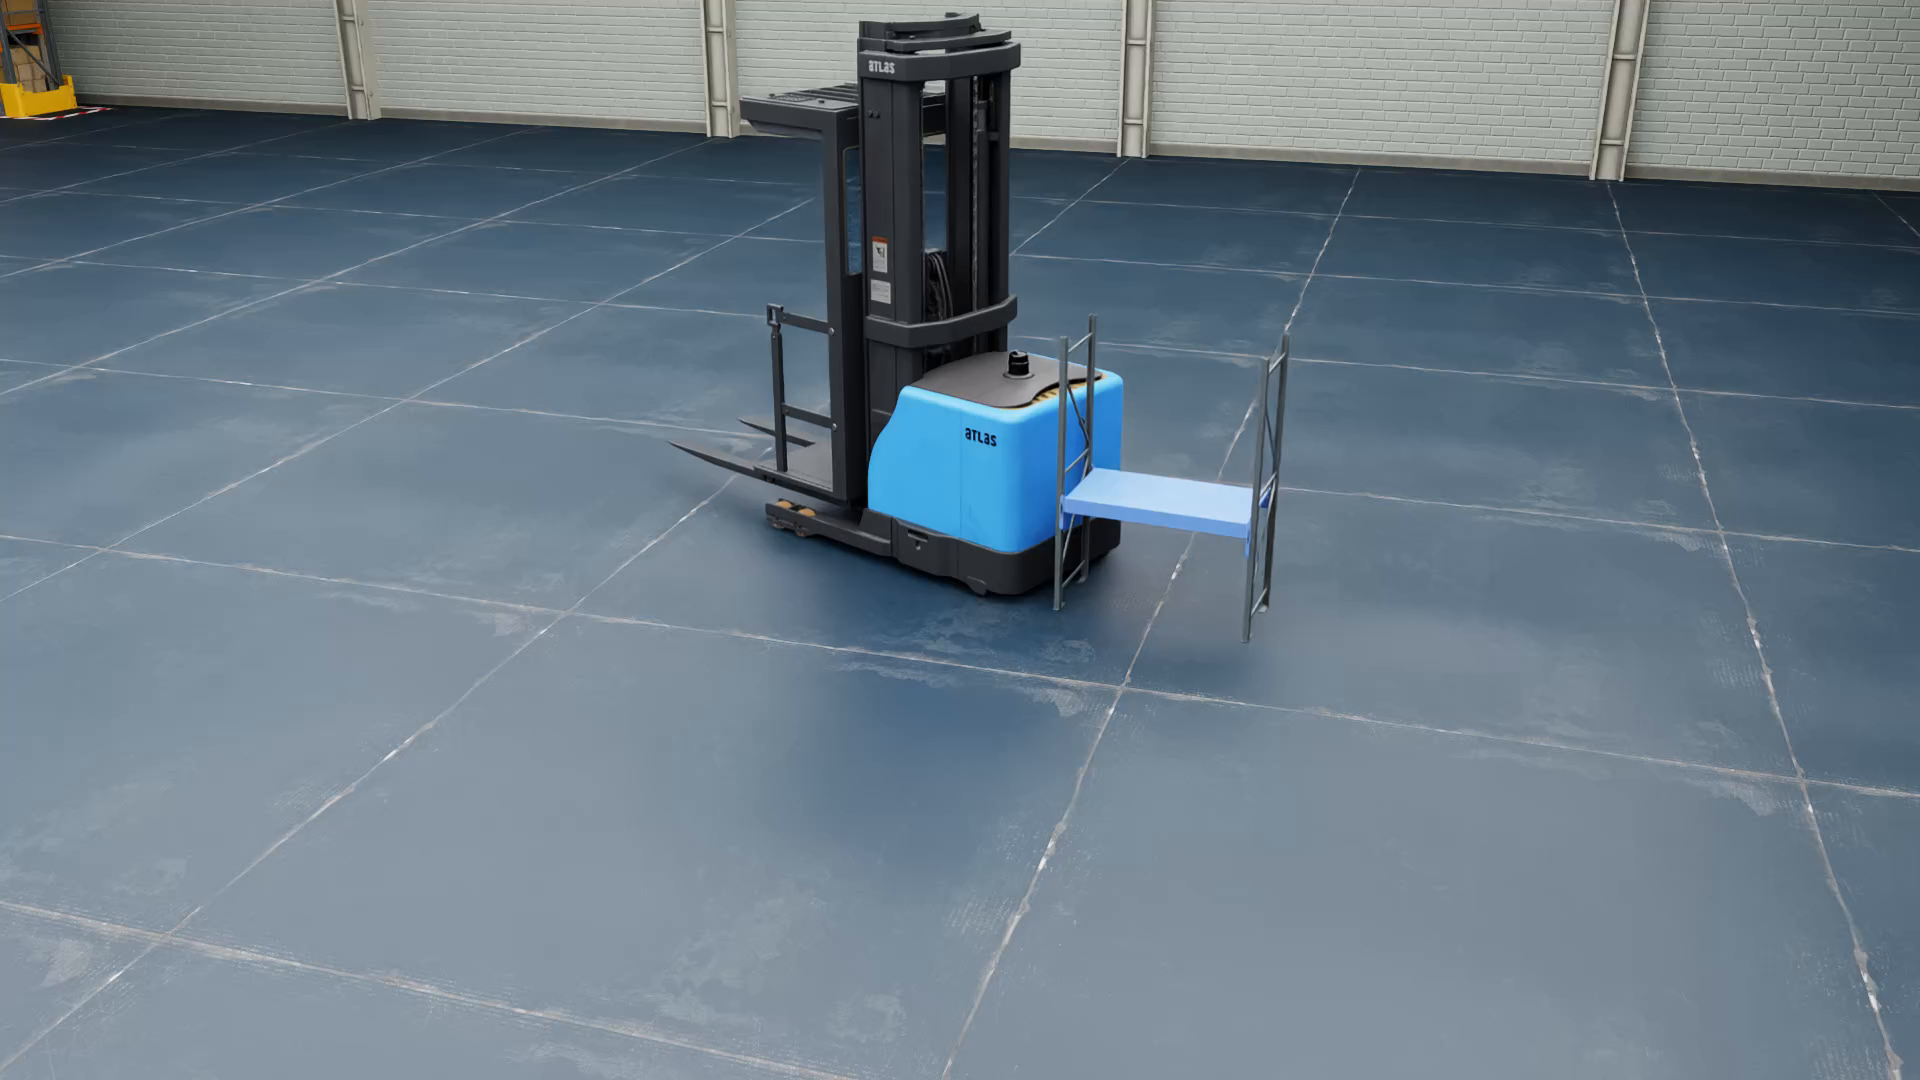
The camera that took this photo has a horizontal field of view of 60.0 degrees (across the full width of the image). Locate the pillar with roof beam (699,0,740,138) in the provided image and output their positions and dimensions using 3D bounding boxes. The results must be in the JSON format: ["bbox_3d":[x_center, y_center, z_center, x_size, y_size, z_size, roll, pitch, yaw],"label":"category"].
[{"bbox_3d":[-4.651,-8.438,18.484,0.400,9.000,9.100,7,23,16],"label":"pillar with roof beam"}]

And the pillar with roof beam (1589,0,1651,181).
[{"bbox_3d":[6.837,-7.123,15.277,0.400,9.000,9.100,7,23,16],"label":"pillar with roof beam"}]

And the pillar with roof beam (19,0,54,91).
[{"bbox_3d":[-16.140,-9.754,21.691,0.400,9.000,9.100,7,23,16],"label":"pillar with roof beam"}]

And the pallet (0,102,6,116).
[{"bbox_3d":[-15.234,-6.917,26.355,1.213,0.211,1.003,7,23,16],"label":"pallet"}]

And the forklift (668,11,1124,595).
[{"bbox_3d":[-0.525,-1.506,9.579,3.031,2.935,1.130,18,29,37],"label":"forklift"}]

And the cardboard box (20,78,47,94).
[{"bbox_3d":[-14.904,-7.186,26.405,0.500,0.250,0.500,7,23,16],"label":"cardboard box"}]

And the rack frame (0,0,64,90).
[{"bbox_3d":[-14.490,-8.139,25.658,0.127,3.000,1.000,7,23,16],"label":"rack frame"}]

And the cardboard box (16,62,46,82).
[{"bbox_3d":[-14.880,-7.419,26.315,0.500,0.250,0.500,7,23,16],"label":"cardboard box"}]

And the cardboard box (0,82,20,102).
[{"bbox_3d":[-15.031,-6.997,25.946,0.500,0.250,0.500,7,23,16],"label":"cardboard box"}]

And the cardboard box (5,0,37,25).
[{"bbox_3d":[-14.884,-8.340,26.018,0.500,0.500,0.500,7,23,17],"label":"cardboard box"}]

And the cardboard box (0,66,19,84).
[{"bbox_3d":[-15.046,-7.232,25.859,0.500,0.250,0.500,6,23,15],"label":"cardboard box"}]

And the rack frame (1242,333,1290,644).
[{"bbox_3d":[1.548,-0.256,8.417,0.032,1.500,0.500,9,24,21],"label":"rack frame"}]

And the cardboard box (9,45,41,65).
[{"bbox_3d":[-14.896,-7.645,26.207,0.500,0.250,0.500,6,23,15],"label":"cardboard box"}]

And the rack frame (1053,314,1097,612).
[{"bbox_3d":[0.607,-0.402,8.773,0.032,1.500,0.500,9,24,21],"label":"rack frame"}]

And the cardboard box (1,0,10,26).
[{"bbox_3d":[-15.037,-8.143,25.538,0.500,0.500,0.500,6,23,14],"label":"cardboard box"}]

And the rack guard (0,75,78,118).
[{"bbox_3d":[-14.467,-6.979,26.126,0.348,0.500,1.175,7,23,16],"label":"rack guard"}]

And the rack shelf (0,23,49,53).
[{"bbox_3d":[-16.405,-8.025,26.329,4.000,0.370,1.077,7,23,16],"label":"rack shelf"}]

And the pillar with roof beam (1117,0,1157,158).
[{"bbox_3d":[1.093,-7.781,16.881,0.400,9.000,9.100,7,23,16],"label":"pillar with roof beam"}]

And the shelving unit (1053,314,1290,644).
[{"bbox_3d":[1.077,-0.329,8.595,1.048,1.500,0.538,9,24,21],"label":"shelving unit"}]

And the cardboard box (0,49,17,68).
[{"bbox_3d":[-15.021,-7.460,25.757,0.500,0.250,0.500,7,23,17],"label":"cardboard box"}]

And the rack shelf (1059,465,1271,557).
[{"bbox_3d":[1.077,-0.162,8.663,1.000,0.185,0.538,9,24,21],"label":"rack shelf"}]

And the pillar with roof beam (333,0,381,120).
[{"bbox_3d":[-10.396,-9.096,20.088,0.400,9.000,9.100,7,23,16],"label":"pillar with roof beam"}]
